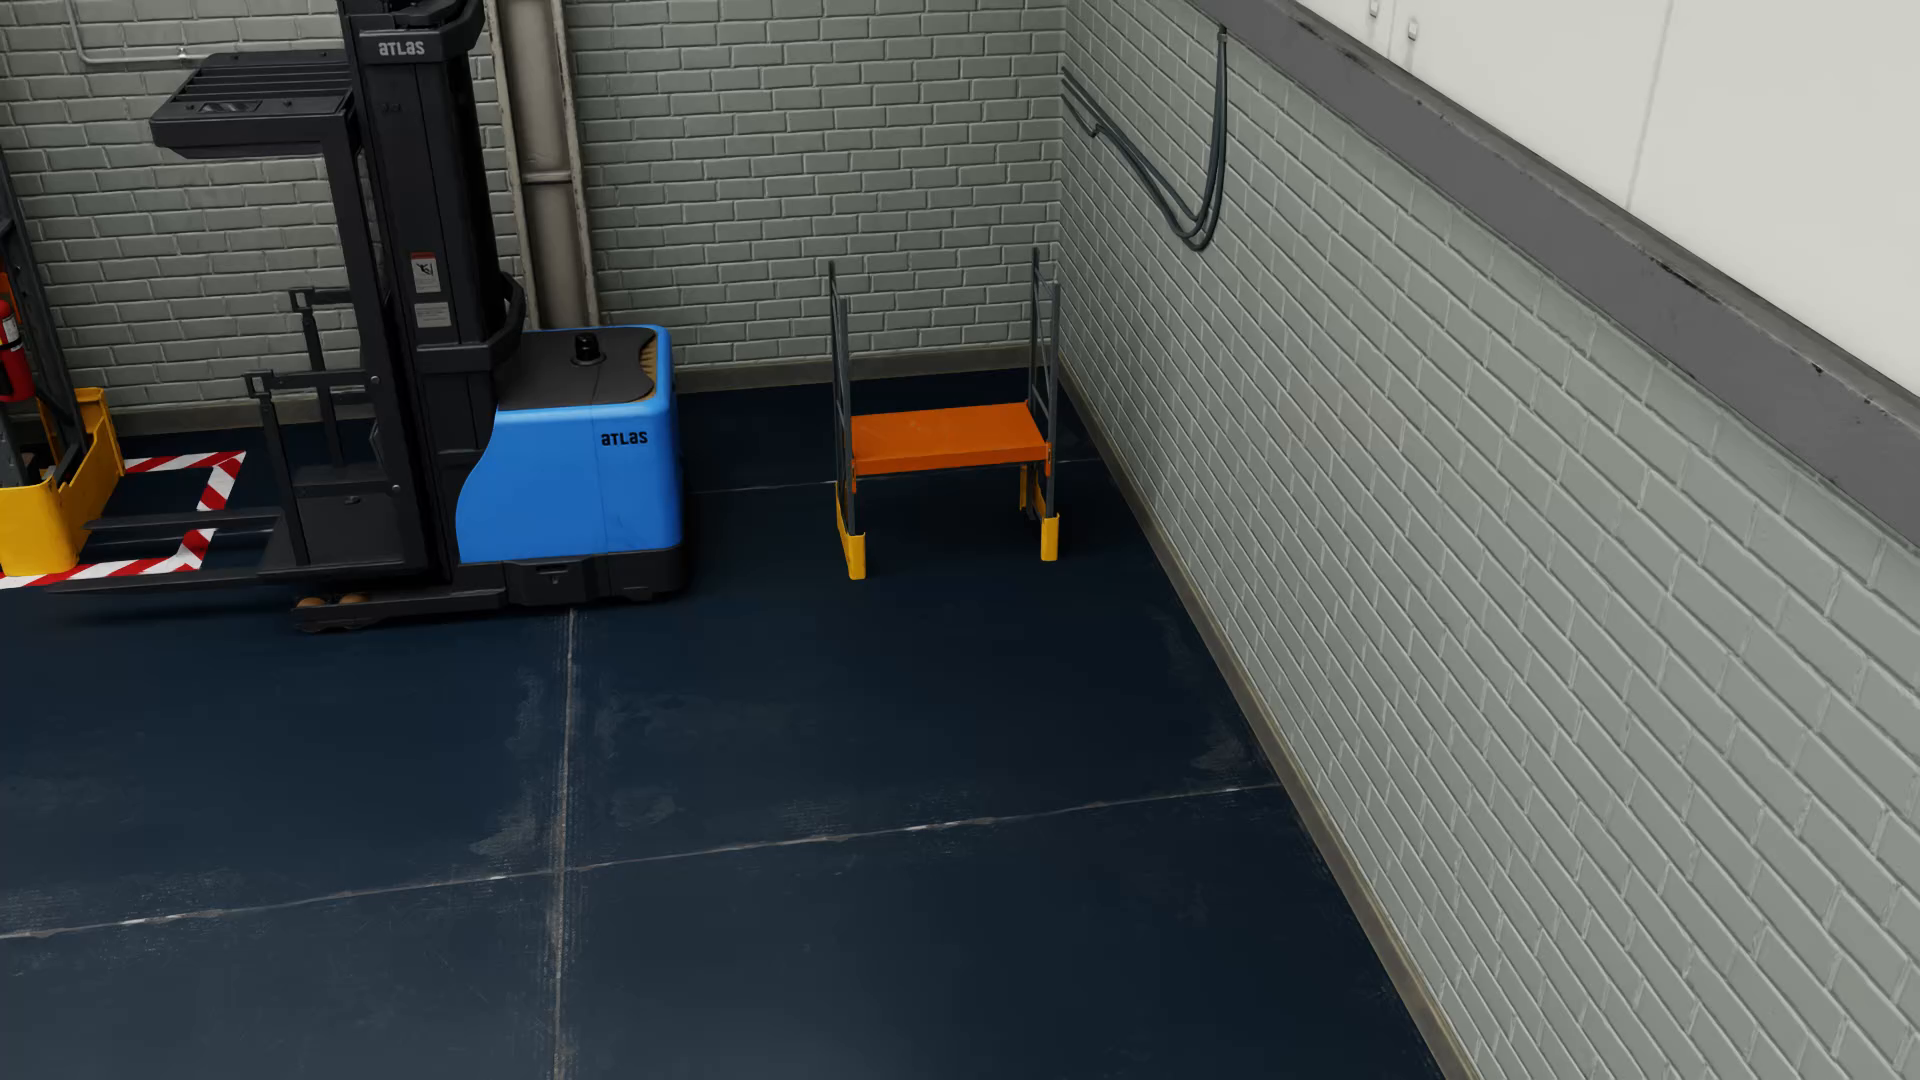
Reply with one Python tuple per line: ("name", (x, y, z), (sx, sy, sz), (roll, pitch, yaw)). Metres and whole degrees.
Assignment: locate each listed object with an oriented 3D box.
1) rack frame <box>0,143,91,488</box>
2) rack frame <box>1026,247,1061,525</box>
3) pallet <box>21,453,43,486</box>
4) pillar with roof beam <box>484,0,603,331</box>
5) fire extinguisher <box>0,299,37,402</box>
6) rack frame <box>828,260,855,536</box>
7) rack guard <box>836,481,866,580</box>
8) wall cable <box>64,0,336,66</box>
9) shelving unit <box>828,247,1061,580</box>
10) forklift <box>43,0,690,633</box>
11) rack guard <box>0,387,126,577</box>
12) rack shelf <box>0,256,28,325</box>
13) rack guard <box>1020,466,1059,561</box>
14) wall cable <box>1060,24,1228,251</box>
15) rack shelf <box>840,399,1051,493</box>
("rack frame", (-4.818, -1.404, 8.178), (0.127, 3.000, 1.000), (-5, 31, -9))
("rack frame", (0.416, -0.685, 8.436), (0.032, 1.500, 0.500), (-5, 31, -9))
("pallet", (-5.591, -0.090, 8.695), (1.213, 0.211, 1.003), (-5, 31, -9))
("pillar with roof beam", (-1.543, -2.521, 4.160), (0.400, 9.000, 9.100), (-5, 31, -9))
("fire extinguisher", (-4.587, -0.993, 7.924), (0.183, 0.674, 0.296), (-5, 31, -9))
("rack frame", (-0.584, -0.592, 8.278), (0.032, 1.500, 0.500), (-5, 31, -9))
("rack guard", (-0.565, -0.055, 8.597), (0.087, 0.250, 0.587), (-5, 31, -9))
("wall cable", (-3.729, -2.430, 8.922), (1.851, 1.984, 0.084), (-5, 31, -9))
("shelving unit", (-0.075, -0.640, 8.358), (1.083, 1.500, 0.587), (-5, 31, -9))
("forklift", (-2.906, -1.106, 7.739), (3.031, 2.935, 1.130), (-4, 31, -7))
("rack guard", (-4.795, -0.329, 8.816), (0.348, 0.500, 1.175), (-5, 31, -9))
("rack shelf", (-6.785, -0.911, 8.050), (4.000, 0.370, 1.077), (-5, 31, -9))
("rack guard", (0.415, -0.146, 8.752), (0.087, 0.250, 0.587), (-5, 31, -9))
("wall cable", (0.810, -2.990, 8.020), (0.112, 2.526, 3.097), (-5, 31, -9))
("rack shelf", (-0.084, -0.484, 8.448), (1.000, 0.185, 0.538), (-5, 31, -9))
